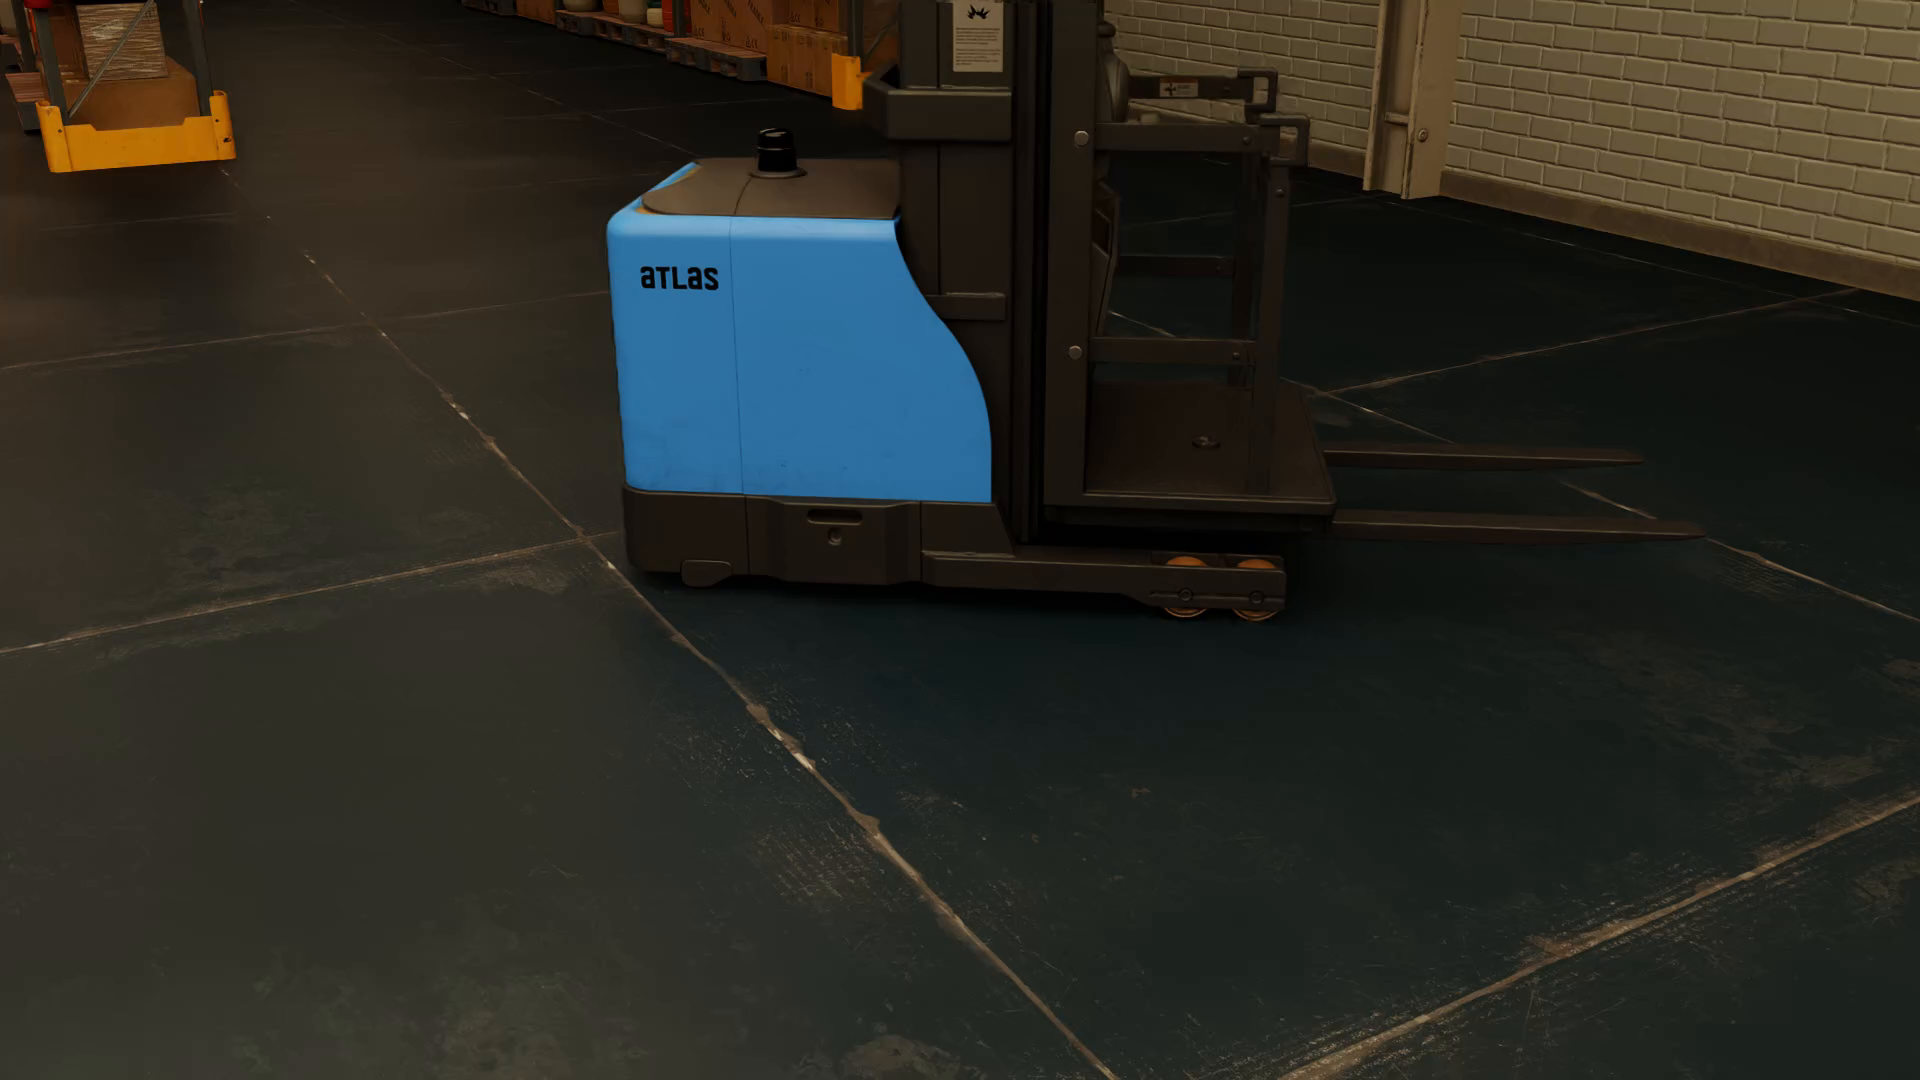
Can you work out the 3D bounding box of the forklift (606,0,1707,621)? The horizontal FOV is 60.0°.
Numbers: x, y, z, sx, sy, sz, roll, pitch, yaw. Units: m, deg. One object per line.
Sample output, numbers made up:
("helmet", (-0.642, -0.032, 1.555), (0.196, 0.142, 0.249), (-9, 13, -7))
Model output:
("forklift", (0.586, -1.345, 4.552), (3.031, 2.935, 1.130), (2, 22, 5))
